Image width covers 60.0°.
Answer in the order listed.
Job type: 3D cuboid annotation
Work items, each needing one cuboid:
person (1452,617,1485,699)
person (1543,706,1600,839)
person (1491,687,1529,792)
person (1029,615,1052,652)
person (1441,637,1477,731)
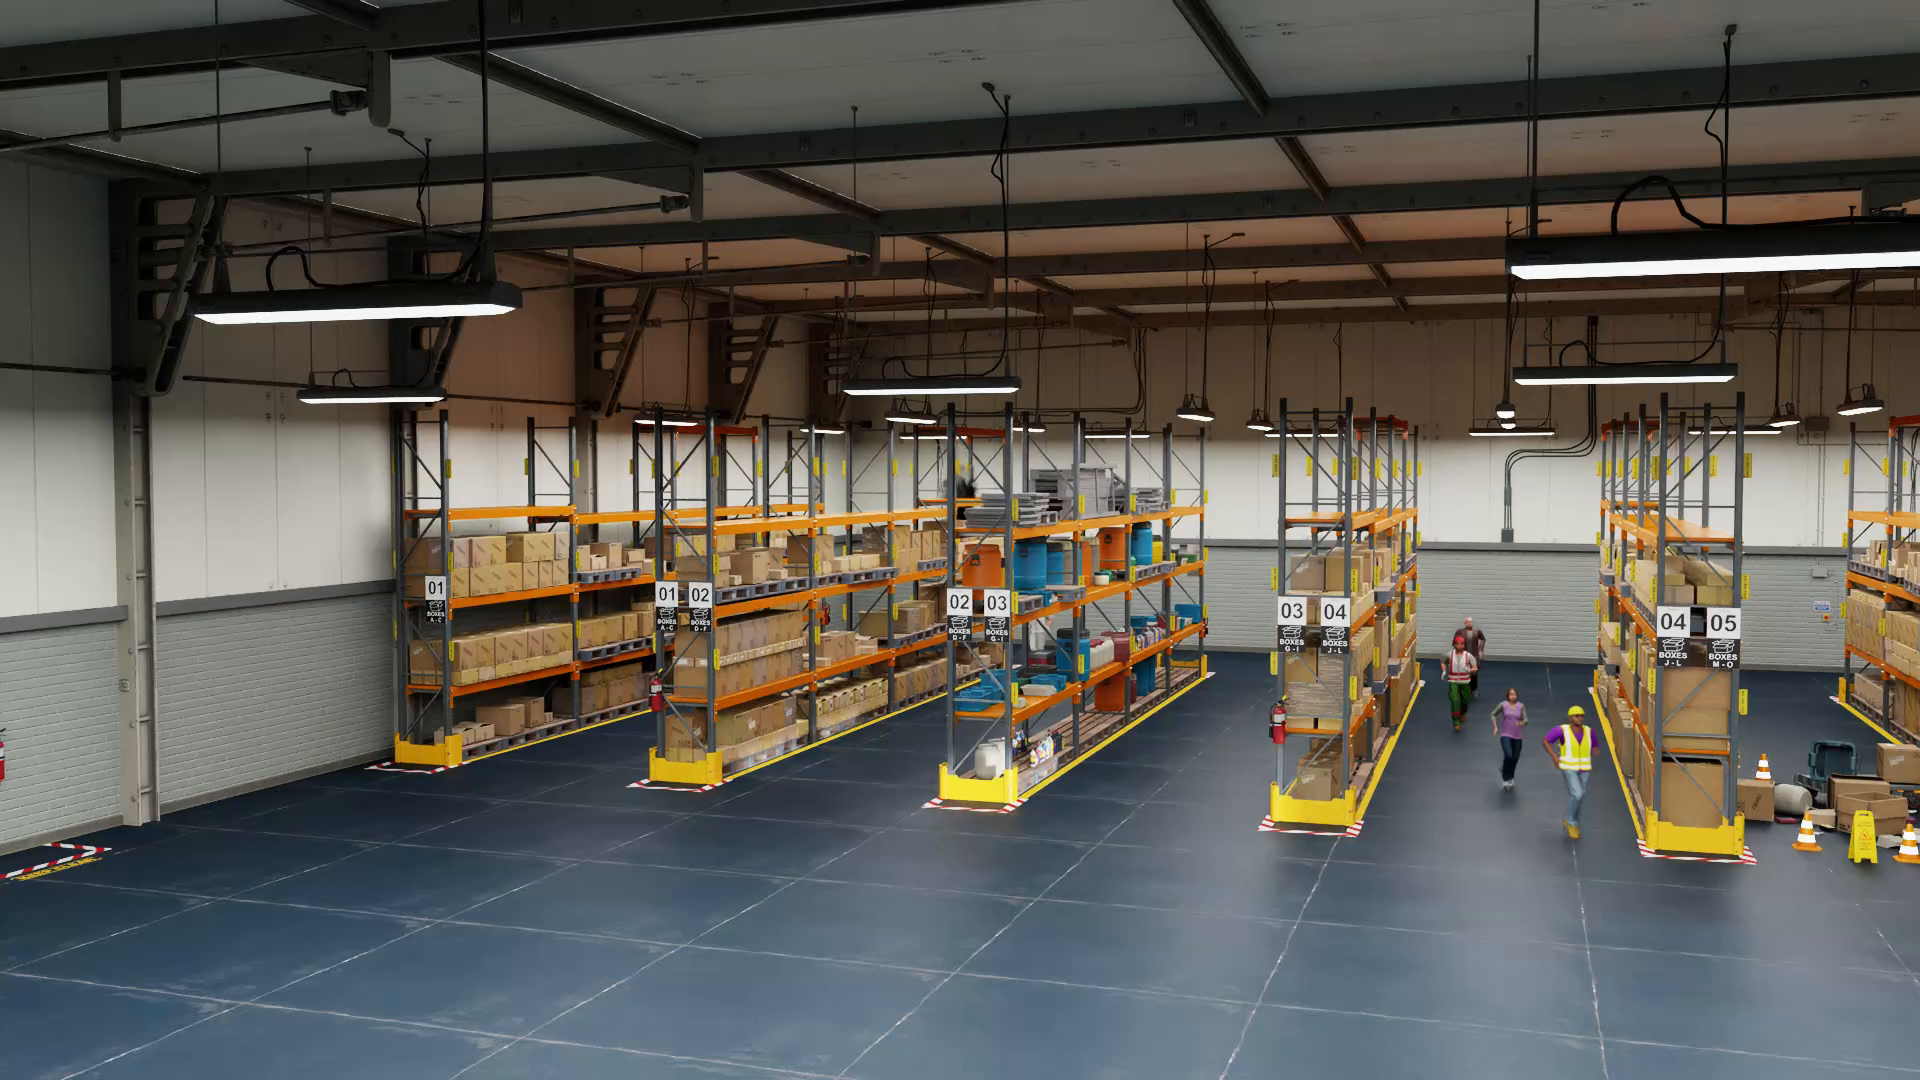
[{"bbox_3d":[11.089,2.575,36.259,0.699,1.786,0.735,1,3,17],"label":"person"},{"bbox_3d":[8.378,3.158,22.635,0.687,1.799,0.708,0,2,-7],"label":"person"},{"bbox_3d":[8.557,3.092,25.841,0.506,1.613,0.681,0,2,4],"label":"person"},{"bbox_3d":[1.787,2.183,38.807,0.676,1.731,0.579,1,3,15],"label":"person"},{"bbox_3d":[9.550,2.734,31.824,0.665,1.768,0.981,1,3,15],"label":"person"}]
